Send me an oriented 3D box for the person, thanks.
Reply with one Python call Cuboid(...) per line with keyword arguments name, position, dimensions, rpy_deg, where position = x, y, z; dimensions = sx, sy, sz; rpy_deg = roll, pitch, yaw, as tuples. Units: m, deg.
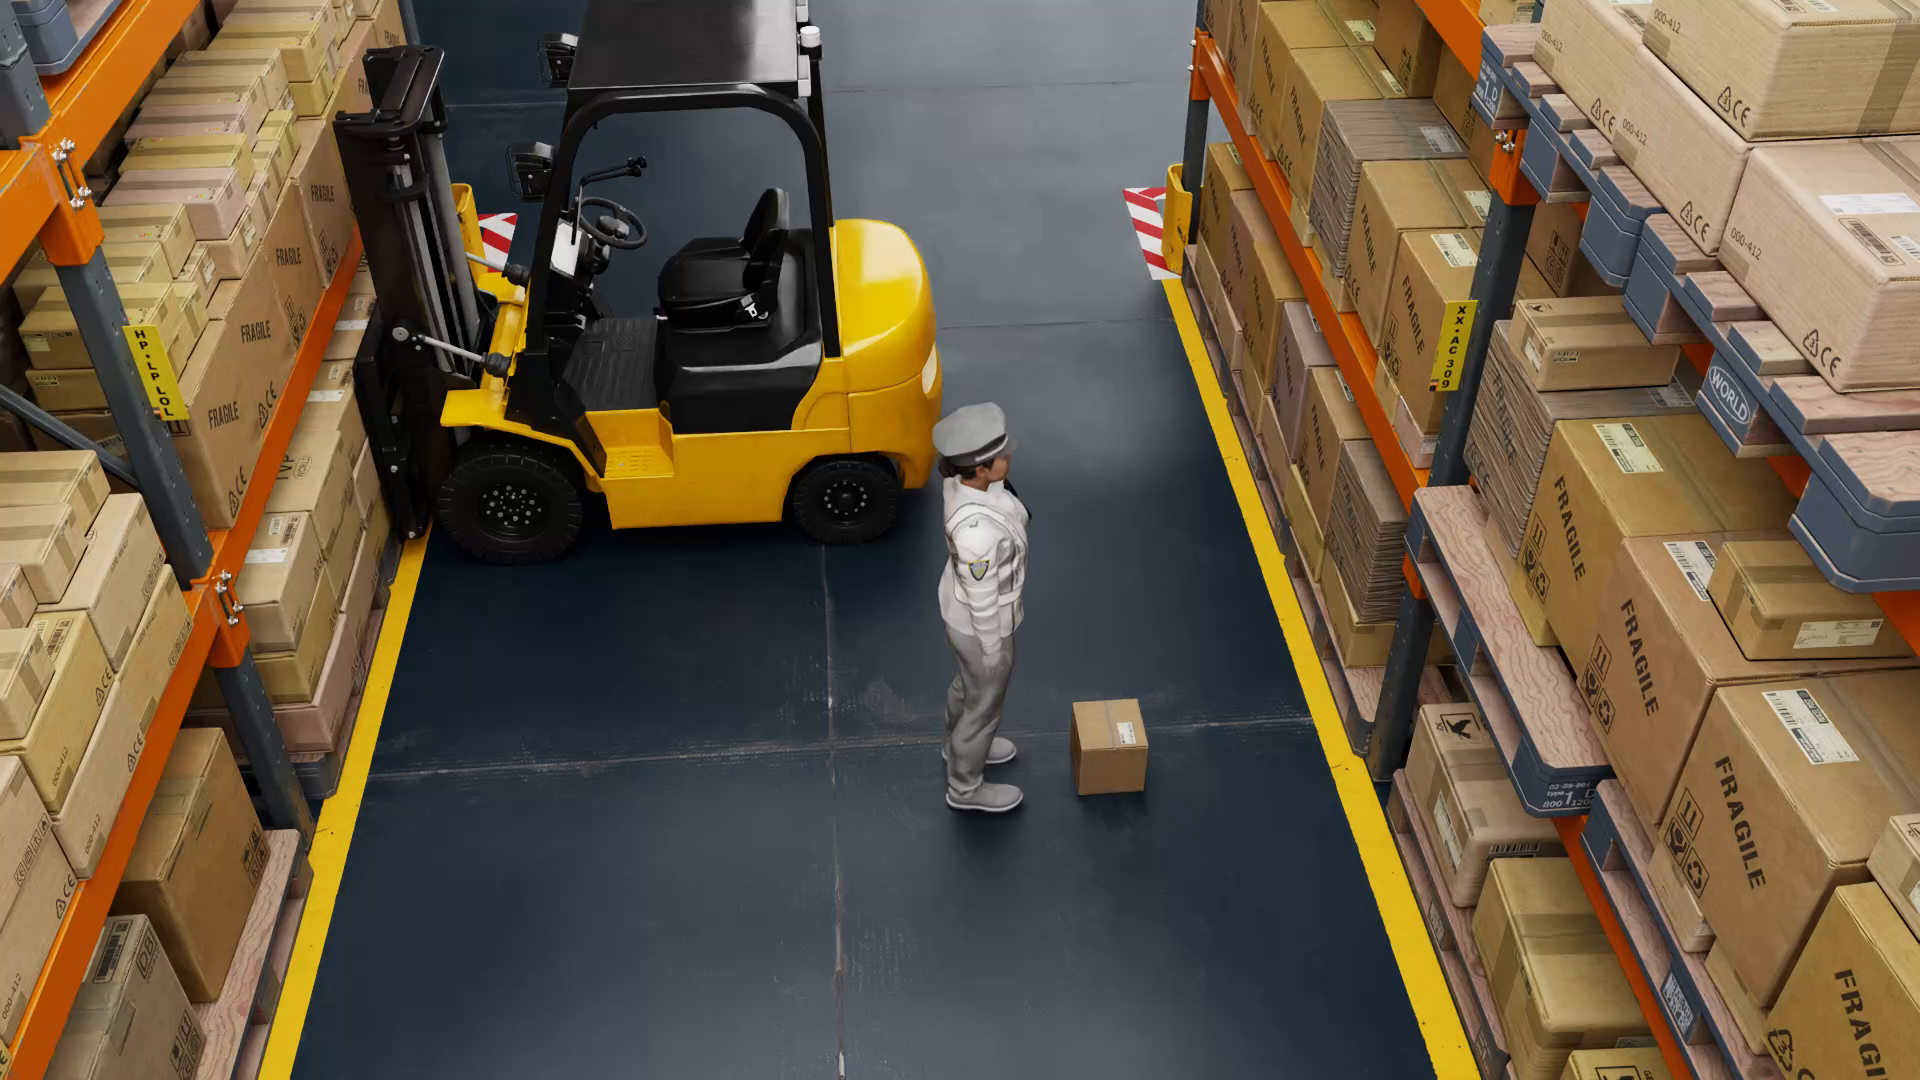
Cuboid(name="person", position=(0.083, 0.251, 5.835), dimensions=(0.346, 1.686, 0.465), rpy_deg=(-2, 39, -3))
